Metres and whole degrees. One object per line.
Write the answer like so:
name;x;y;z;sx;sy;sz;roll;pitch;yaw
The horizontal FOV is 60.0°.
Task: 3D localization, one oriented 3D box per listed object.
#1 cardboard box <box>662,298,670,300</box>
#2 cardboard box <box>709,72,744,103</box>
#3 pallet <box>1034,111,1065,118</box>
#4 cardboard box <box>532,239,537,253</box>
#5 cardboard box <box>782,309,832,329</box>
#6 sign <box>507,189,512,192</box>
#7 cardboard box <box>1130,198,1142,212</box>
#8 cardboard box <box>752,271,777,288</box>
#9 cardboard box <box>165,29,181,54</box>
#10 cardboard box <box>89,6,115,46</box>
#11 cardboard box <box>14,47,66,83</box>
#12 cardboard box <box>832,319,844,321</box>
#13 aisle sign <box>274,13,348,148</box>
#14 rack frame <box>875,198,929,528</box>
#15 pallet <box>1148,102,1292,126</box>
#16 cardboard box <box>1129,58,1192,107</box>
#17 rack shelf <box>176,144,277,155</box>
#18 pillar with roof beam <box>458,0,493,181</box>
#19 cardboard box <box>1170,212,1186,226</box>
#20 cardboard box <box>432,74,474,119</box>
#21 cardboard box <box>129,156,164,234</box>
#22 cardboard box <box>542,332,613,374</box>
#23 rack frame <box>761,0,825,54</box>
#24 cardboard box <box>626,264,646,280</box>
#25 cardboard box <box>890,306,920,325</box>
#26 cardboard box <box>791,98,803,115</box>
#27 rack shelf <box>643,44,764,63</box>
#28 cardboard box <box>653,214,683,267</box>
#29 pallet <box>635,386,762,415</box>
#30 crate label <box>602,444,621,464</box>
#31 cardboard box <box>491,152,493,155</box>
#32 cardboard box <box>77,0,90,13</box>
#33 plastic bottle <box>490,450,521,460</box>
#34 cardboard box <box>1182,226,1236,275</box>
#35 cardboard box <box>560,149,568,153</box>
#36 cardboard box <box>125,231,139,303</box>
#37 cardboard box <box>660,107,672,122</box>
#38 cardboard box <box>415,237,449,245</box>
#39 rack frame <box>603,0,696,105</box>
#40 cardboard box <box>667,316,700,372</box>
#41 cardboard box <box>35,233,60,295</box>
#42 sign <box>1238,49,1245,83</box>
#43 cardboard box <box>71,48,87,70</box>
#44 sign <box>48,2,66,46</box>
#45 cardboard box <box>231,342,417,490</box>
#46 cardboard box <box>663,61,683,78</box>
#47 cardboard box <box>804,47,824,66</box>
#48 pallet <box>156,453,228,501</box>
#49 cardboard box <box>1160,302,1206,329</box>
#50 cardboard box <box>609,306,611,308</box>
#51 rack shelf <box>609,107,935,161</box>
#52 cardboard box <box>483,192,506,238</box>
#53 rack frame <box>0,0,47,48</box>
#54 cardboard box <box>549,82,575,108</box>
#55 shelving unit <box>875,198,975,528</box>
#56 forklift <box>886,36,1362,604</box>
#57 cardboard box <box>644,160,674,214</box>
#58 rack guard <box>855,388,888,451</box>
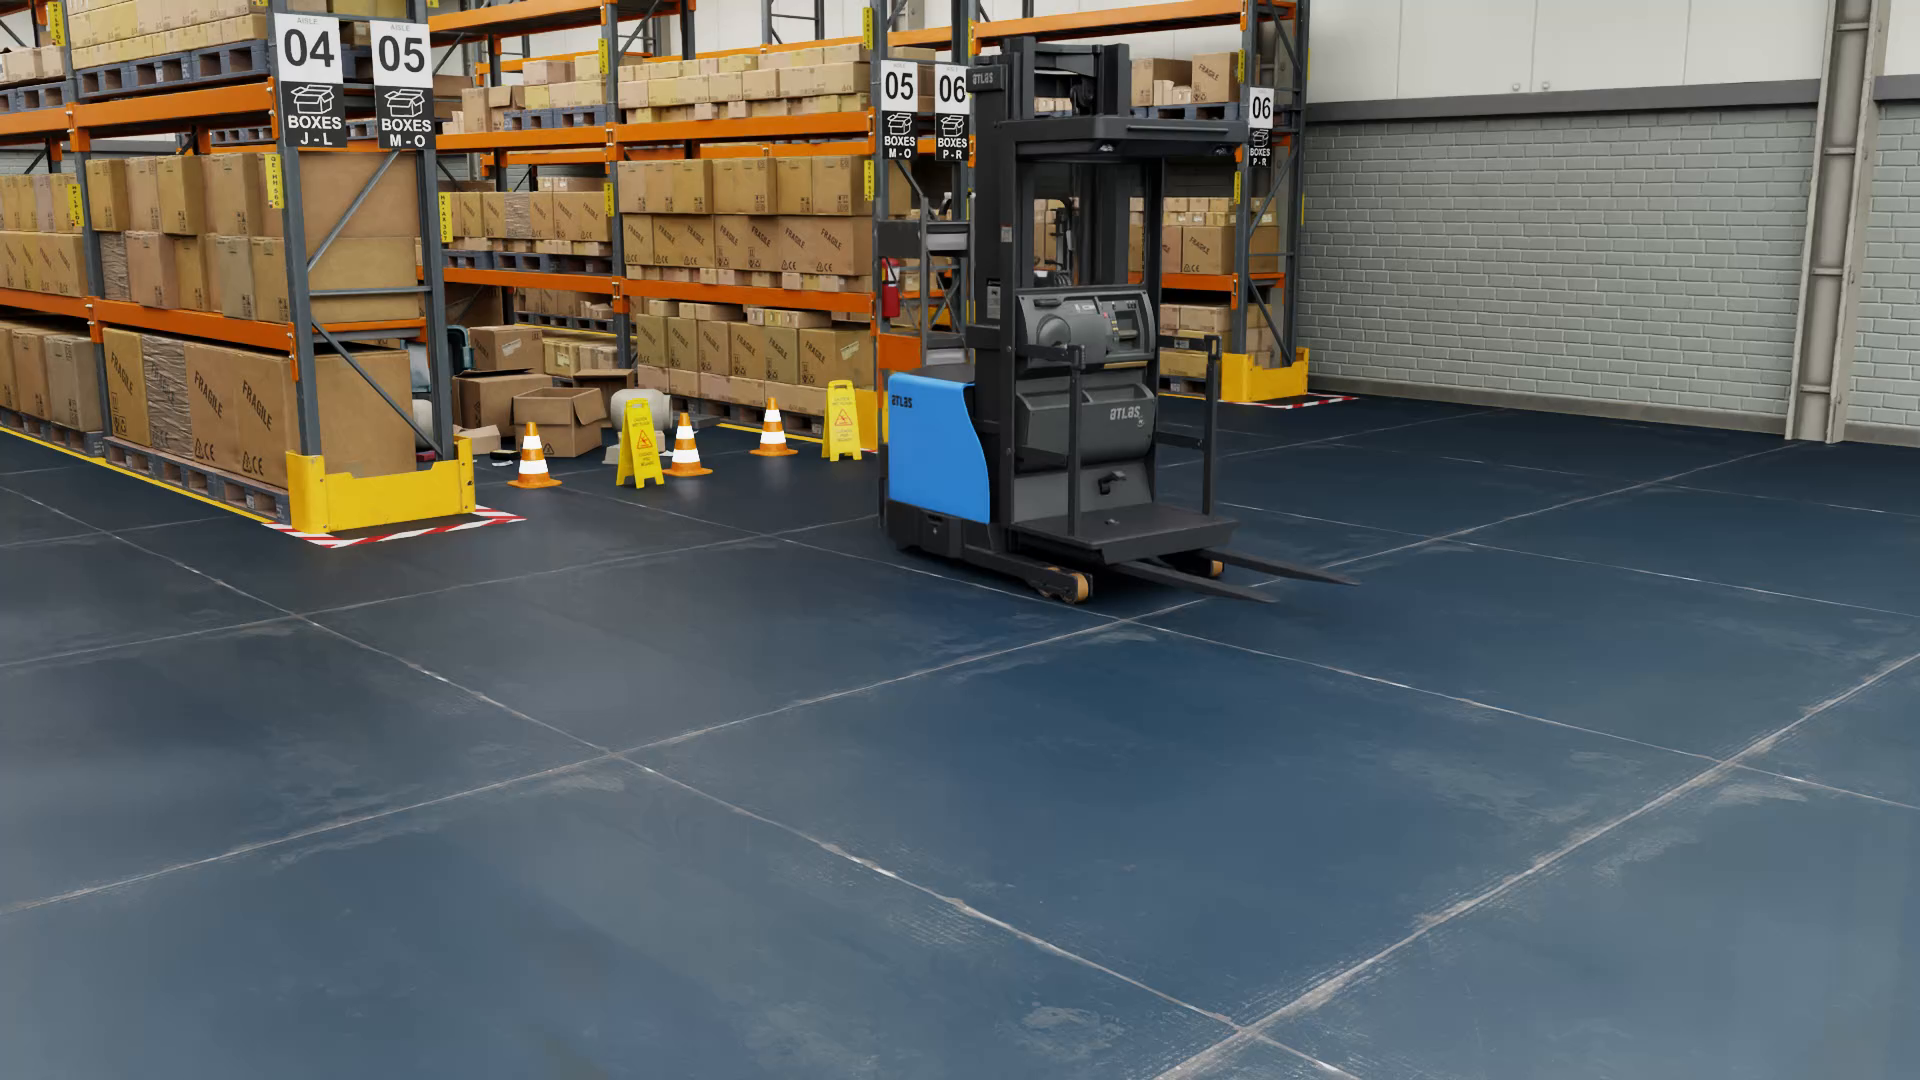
cardboard box;-4.144;-3.490;25.070;0.500;0.500;0.500;11;16;43
cardboard box;-1.939;-4.117;15.162;0.500;0.250;0.500;-11;16;-42
pallet;1.101;-4.897;19.535;1.003;0.211;1.213;-11;16;-43
cardboard box;-4.451;-3.223;18.204;0.250;0.149;0.380;11;16;43
cardboard box;-1.376;-1.985;14.921;0.380;0.149;0.250;-10;15;-41
sign;-5.471;-4.089;20.153;0.100;0.325;0.005;-11;16;-43
cardboard box;2.084;-3.679;18.244;0.380;0.149;0.250;-10;16;-41
cardboard box;-1.679;-2.395;15.226;0.380;0.149;0.250;-11;16;-43
cardboard box;-5.194;-3.399;11.379;0.380;0.149;0.250;-11;16;-42
cardboard box;-6.120;-3.808;12.373;0.500;0.250;0.500;-11;16;-43
cardboard box;-7.616;-3.996;14.021;0.500;0.250;0.500;-11;16;-43
cardboard box;-1.410;-1.852;15.884;0.500;0.500;0.500;-10;16;-41
aisle sign;-4.010;-2.833;10.286;0.394;0.787;0.004;-11;16;-43
rack frame;-0.365;-1.130;10.691;0.400;2.100;0.015;-9;14;-36
pallet;2.786;-4.541;17.806;1.003;0.211;1.213;-11;16;-43
cardboard box;2.139;-4.976;18.158;0.700;0.500;0.500;-11;16;-42
rack shelf;-10.000;-5.476;23.909;1.077;0.370;4.000;-11;16;-43
pillar with roof beam;-12.118;-8.201;27.918;9.100;9.000;0.400;-11;16;-43
cardboard box;2.481;-3.467;17.948;0.380;0.149;0.250;-11;16;-42
cardboard box;-6.226;-5.243;19.698;0.637;0.503;0.797;11;16;42
cardboard box;-5.637;-2.577;12.440;0.875;0.550;0.550;-11;16;-43
cardboard box;-4.439;-2.101;18.646;0.950;0.372;0.625;-10;15;-41
rack frame;-2.269;-7.115;22.643;1.000;3.000;0.127;-11;16;-43
cardboard box;-3.109;-2.687;16.640;0.380;0.149;0.250;-11;16;-43
cardboard box;-0.406;-2.824;21.529;0.875;0.625;0.625;-11;16;-43
cardboard box;-1.262;-3.797;14.598;0.380;0.149;0.250;-11;16;-42
rack shelf;-3.650;-6.858;24.173;1.077;0.370;4.000;-11;16;-43
cardboard box;-2.628;-2.922;16.175;0.500;0.500;0.500;-11;16;-43
pallet;-2.605;-1.441;16.885;1.003;0.211;1.213;-11;16;-43
crate label;-2.718;-0.699;13.466;0.298;0.136;0.250;3;12;16
cardboard box;-7.742;-6.611;28.255;0.380;0.149;0.250;-10;16;-41
cardboard box;-6.422;-4.049;12.557;0.380;0.149;0.250;-11;16;-43
plastic bottle;-3.762;-0.700;13.657;0.283;0.061;0.133;6;13;26
cardboard box;2.726;-3.093;17.742;0.500;0.500;0.500;-11;16;-44
cardboard box;-6.169;-6.274;26.618;0.380;0.149;0.250;-10;15;-41
cardboard box;-5.945;-2.140;12.993;0.875;0.550;0.550;-11;16;-43
cardboard box;-2.665;-4.100;16.067;0.380;0.149;0.250;-11;16;-43
cardboard box;-6.375;-3.691;20.025;0.500;0.250;0.500;-11;16;-43
rack frame;-3.094;-5.839;16.450;1.000;3.000;0.127;-11;16;-43
cardboard box;-2.504;-1.926;16.243;0.500;0.500;0.500;-10;15;-40
cardboard box;-7.507;-2.357;14.172;0.500;0.500;0.500;-11;16;-43
sign;2.854;-4.799;16.840;0.100;0.325;0.005;-11;16;-43
cardboard box;-6.599;-3.696;12.818;0.380;0.149;0.250;-11;16;-43
sign;-6.990;-3.995;12.875;0.100;0.325;0.005;-11;16;-43
cardboard box;-4.358;-0.867;11.410;0.875;0.875;0.875;-11;16;-42
cardboard box;-2.574;-4.430;15.692;0.380;0.149;0.250;-11;16;-43
cardboard box;-1.119;-4.139;14.281;0.380;0.149;0.250;-11;16;-43
pallet;-5.289;-0.530;12.461;1.003;0.211;1.213;-11;16;-43
cardboard box;2.355;-2.455;18.189;0.500;0.250;0.500;-11;16;-42
cardboard box;-5.616;-3.762;27.262;0.380;0.149;0.250;-11;16;-43
rack shelf;-1.713;-3.725;15.408;1.077;0.370;4.000;-11;16;-43
cardboard box;-4.977;-3.635;18.595;0.500;0.500;0.500;-11;16;-42
rack frame;-9.367;-5.718;15.864;1.000;3.000;0.127;-11;16;-43
cardboard box;-3.948;-4.641;17.403;0.500;0.250;0.500;-11;16;-42
shelving unit;-0.220;-1.090;10.499;0.431;2.100;0.503;-9;14;-36
forklift;0.834;-1.209;9.018;1.130;2.935;3.031;-9;14;-36
cardboard box;-2.610;-3.413;16.079;0.700;0.500;0.500;-11;16;-42
rack guard;-0.384;-1.103;14.528;1.175;0.500;0.348;-11;16;-43
